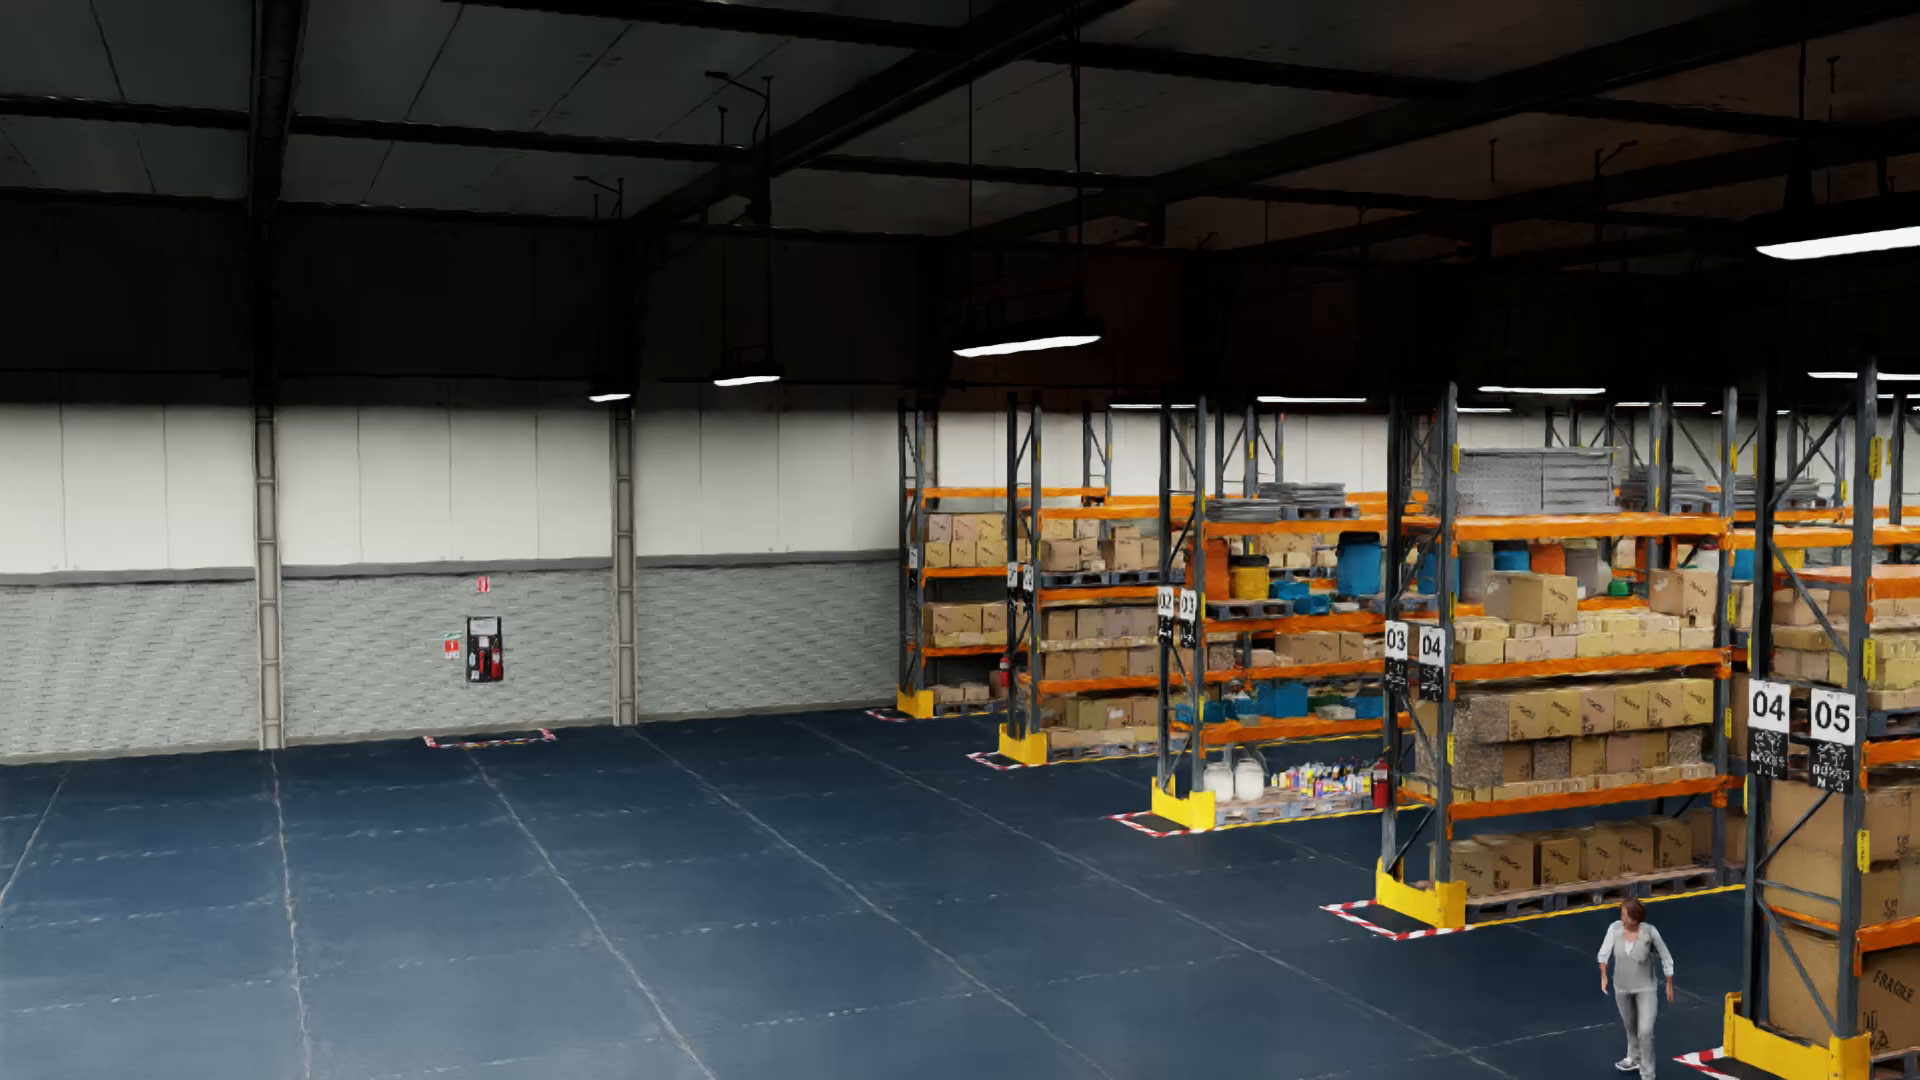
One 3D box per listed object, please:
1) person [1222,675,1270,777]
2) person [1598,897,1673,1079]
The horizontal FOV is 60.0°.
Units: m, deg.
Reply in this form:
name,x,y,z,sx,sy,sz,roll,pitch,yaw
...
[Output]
name,x,y,z,sx,sy,sz,roll,pitch,yaw
person,4.276,2.868,25.279,0.999,1.614,0.461,-2,4,-25
person,5.451,3.604,13.357,0.755,1.533,0.572,-3,5,-44
